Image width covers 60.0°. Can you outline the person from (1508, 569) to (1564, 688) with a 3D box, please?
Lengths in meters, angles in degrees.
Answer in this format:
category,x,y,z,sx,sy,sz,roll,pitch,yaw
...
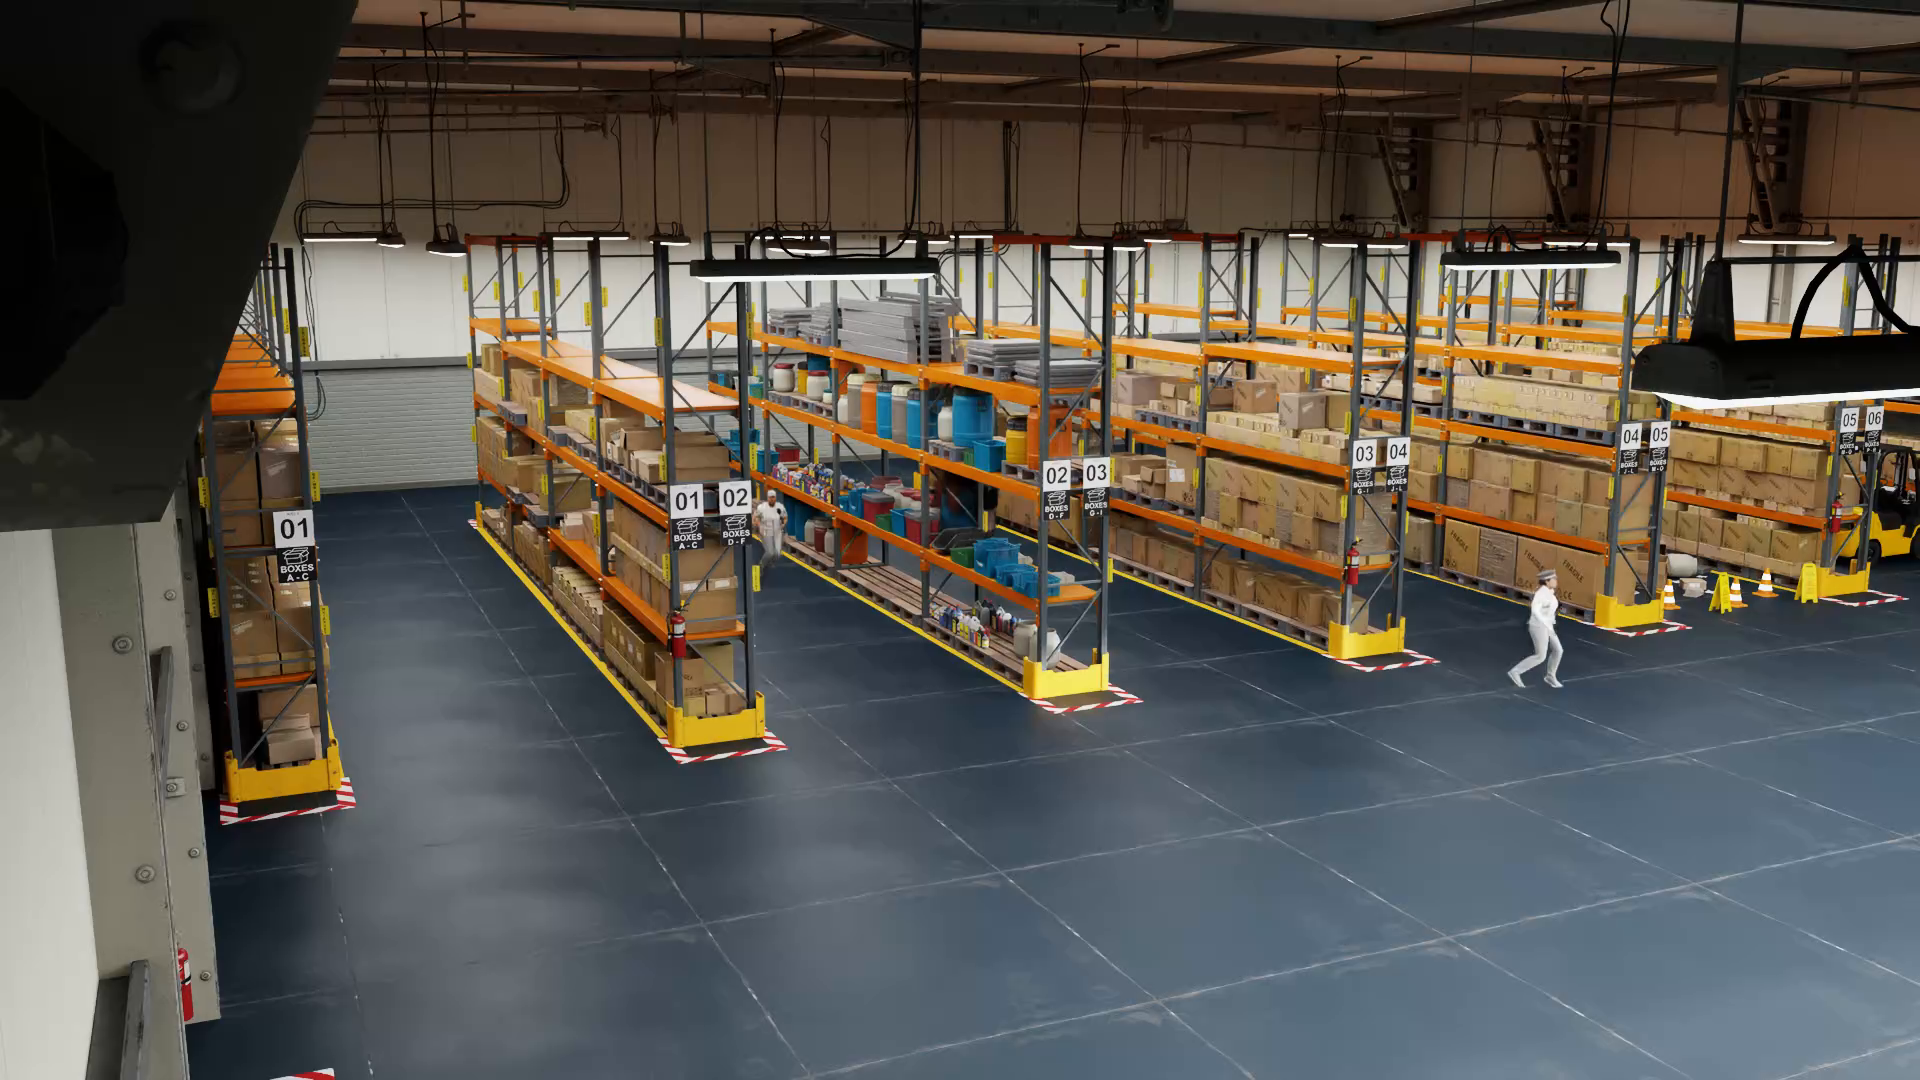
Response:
category,x,y,z,sx,sy,sz,roll,pitch,yaw
person,7.901,1.220,22.608,0.649,1.691,0.831,5,12,26

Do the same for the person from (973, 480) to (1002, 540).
category,x,y,z,sx,sy,sz,roll,pitch,yaw
person,0.509,-0.593,31.797,0.656,1.695,0.625,-5,12,-25

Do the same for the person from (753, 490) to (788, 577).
category,x,y,z,sx,sy,sz,roll,pitch,yaw
person,-3.264,-0.113,28.978,0.587,1.551,0.583,-4,12,-20
